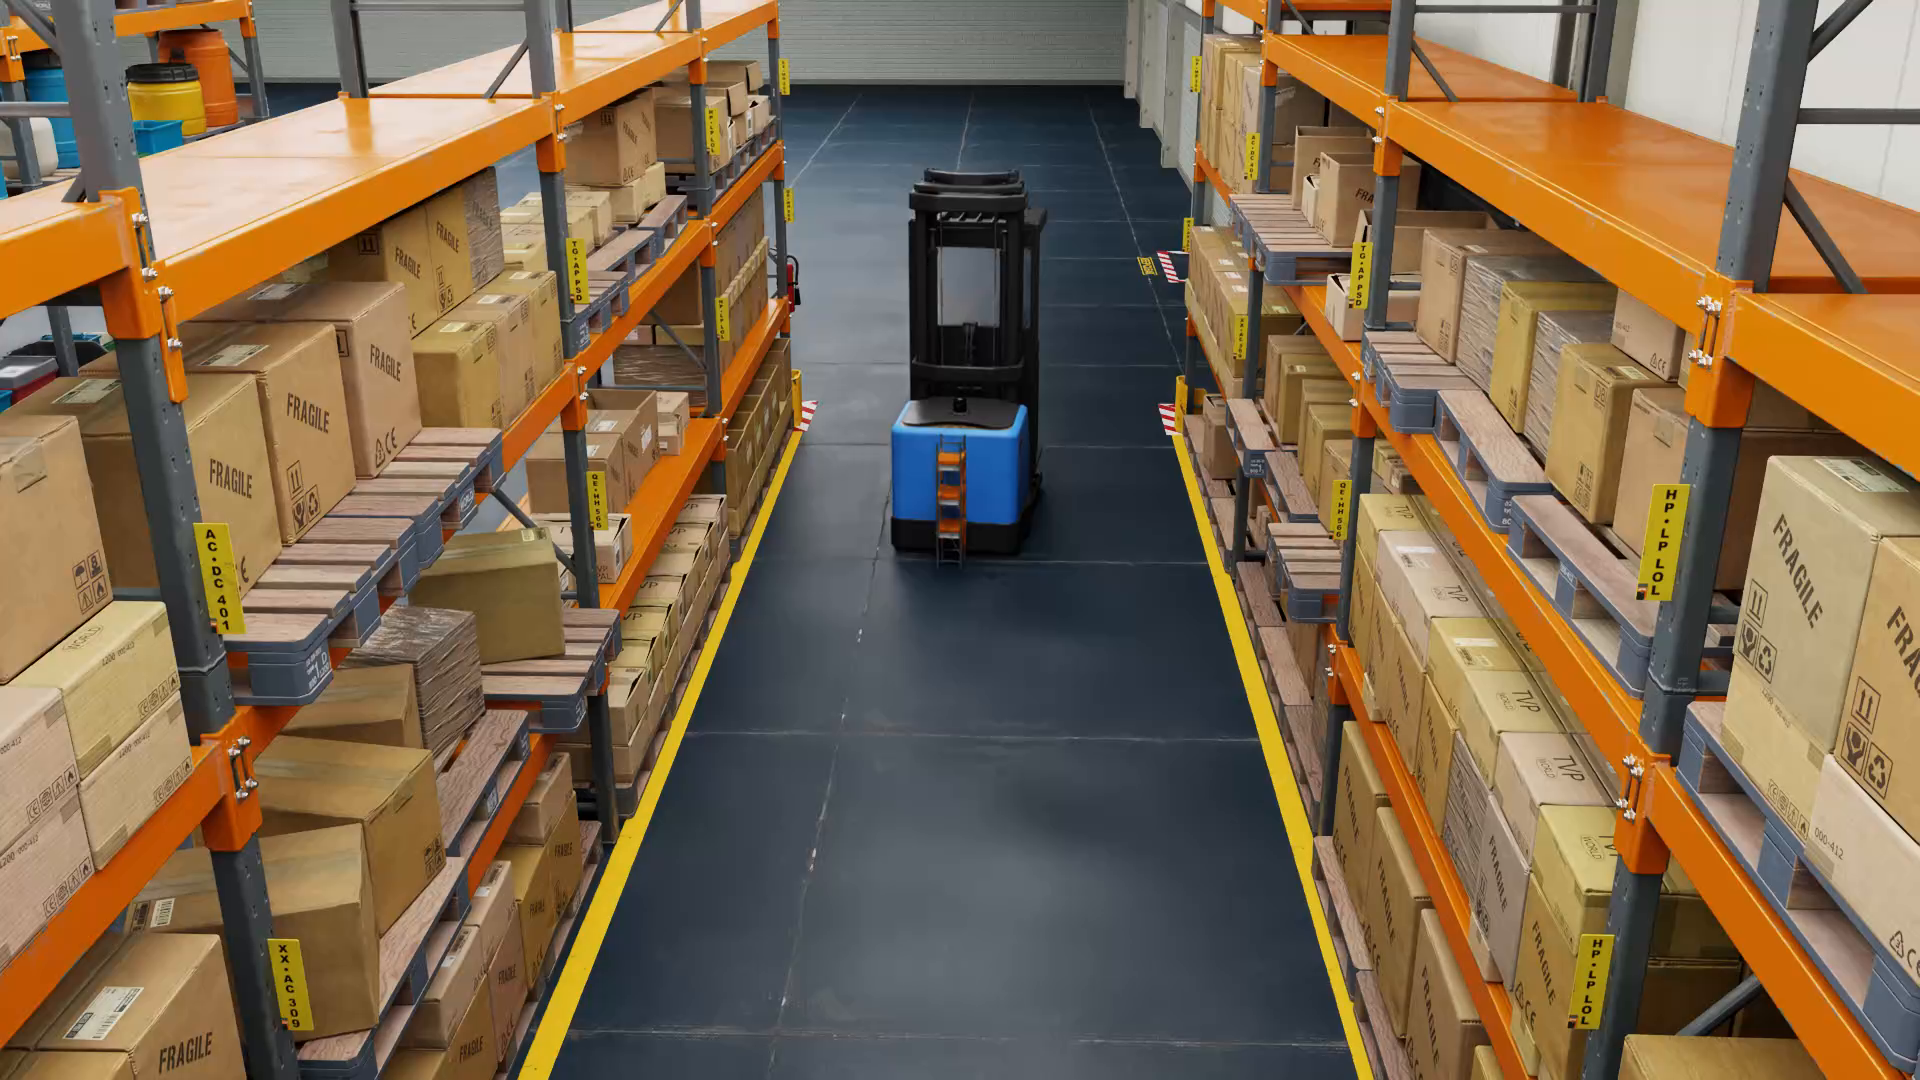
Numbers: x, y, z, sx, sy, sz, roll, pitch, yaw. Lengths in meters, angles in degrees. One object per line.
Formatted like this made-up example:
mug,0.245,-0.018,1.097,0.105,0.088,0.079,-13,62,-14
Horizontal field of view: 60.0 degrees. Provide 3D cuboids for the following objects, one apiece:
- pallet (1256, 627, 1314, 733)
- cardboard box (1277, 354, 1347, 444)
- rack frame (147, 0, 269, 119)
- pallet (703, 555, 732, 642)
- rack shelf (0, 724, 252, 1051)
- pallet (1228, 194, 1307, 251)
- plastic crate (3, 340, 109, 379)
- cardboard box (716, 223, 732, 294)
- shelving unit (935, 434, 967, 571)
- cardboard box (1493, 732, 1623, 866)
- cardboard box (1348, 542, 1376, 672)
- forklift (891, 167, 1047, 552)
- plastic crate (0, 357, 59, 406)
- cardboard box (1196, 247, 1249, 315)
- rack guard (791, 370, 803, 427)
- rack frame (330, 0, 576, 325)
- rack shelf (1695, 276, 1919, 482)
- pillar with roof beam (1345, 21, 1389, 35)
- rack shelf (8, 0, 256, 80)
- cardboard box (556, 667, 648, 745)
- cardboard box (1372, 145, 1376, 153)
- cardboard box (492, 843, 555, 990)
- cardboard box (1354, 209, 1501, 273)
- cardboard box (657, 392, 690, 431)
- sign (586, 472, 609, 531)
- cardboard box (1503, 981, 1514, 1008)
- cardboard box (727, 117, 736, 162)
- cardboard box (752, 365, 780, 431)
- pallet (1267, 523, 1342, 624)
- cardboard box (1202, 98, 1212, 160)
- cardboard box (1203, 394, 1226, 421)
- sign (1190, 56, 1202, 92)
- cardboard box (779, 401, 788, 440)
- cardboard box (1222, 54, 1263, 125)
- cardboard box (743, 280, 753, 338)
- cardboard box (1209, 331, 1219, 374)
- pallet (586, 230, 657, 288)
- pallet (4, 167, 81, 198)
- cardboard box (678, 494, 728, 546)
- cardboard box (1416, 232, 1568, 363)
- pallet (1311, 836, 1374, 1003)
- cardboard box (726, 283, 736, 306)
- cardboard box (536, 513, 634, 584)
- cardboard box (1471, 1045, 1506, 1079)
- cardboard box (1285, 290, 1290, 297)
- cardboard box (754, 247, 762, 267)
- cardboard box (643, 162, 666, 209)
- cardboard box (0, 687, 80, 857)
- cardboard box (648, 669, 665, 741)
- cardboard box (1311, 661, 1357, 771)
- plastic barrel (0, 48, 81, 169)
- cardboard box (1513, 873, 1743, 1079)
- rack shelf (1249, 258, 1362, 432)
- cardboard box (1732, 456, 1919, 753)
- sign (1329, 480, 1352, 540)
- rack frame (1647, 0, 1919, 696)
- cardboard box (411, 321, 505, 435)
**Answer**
pallet,2.574,0.928,11.138,1.003,0.211,1.213,1,21,2
cardboard box,2.556,-0.962,11.408,0.700,0.500,0.500,3,21,7
rack frame,-7.151,-5.448,15.422,1.000,3.000,0.127,1,21,2
pallet,-2.305,0.418,12.453,1.003,0.211,1.213,1,21,2
rack shelf,-2.626,1.404,2.905,1.077,0.370,4.000,1,21,2
pallet,2.505,-2.184,11.418,1.213,0.211,1.003,1,21,2
plastic crate,-7.129,-1.363,13.275,0.767,0.338,0.504,1,21,2
cardboard box,-2.284,-2.324,13.734,0.700,0.500,0.500,1,21,2
shelving unit,-0.071,-0.297,13.136,0.215,1.050,0.252,3,21,7
cardboard box,2.170,0.896,5.752,0.500,0.250,0.500,1,21,3
cardboard box,2.238,0.329,8.251,0.500,0.500,0.500,1,21,3
forklift,0.150,-1.763,14.315,1.130,2.935,3.031,3,21,7
plastic crate,-6.981,-1.056,12.309,0.402,0.464,0.583,1,21,2
cardboard box,2.390,-2.296,14.736,0.500,0.500,0.500,0,21,0
rack guard,-2.199,-1.438,16.838,1.175,0.500,0.348,1,21,2
rack frame,-2.443,-2.499,7.823,1.000,3.000,0.127,1,21,2
rack shelf,2.326,0.245,2.298,1.077,0.370,4.000,1,21,2
pillar with roof beam,-0.708,-5.123,14.586,9.100,9.000,0.400,1,21,2
rack shelf,-7.212,-4.203,13.761,1.077,0.370,4.000,1,21,2
cardboard box,-2.134,0.936,9.708,0.500,0.311,0.500,1,21,3
cardboard box,2.897,-2.724,12.384,0.500,0.500,0.500,1,21,3
cardboard box,-2.253,1.786,7.921,0.500,0.500,0.500,0,21,0
cardboard box,2.640,-1.573,9.412,0.797,0.503,0.637,4,21,9
cardboard box,-2.293,-0.900,12.203,0.500,0.250,0.500,2,21,5
sign,-1.900,-0.203,8.707,0.100,0.325,0.005,1,21,2
cardboard box,2.151,1.595,5.885,0.380,0.149,0.250,1,21,3
cardboard box,-2.026,-3.141,12.973,0.500,0.311,0.500,-1,21,-1
cardboard box,-1.934,-1.300,15.209,0.500,0.500,0.500,1,21,2
pallet,2.424,0.181,9.473,1.213,0.211,1.003,1,21,2
cardboard box,2.440,-3.684,14.858,0.500,0.500,0.500,2,21,5
cardboard box,2.641,-1.244,15.991,0.500,0.311,0.500,-2,21,-4
sign,2.209,-4.354,15.541,0.100,0.325,0.005,1,21,2
cardboard box,-1.924,-1.131,15.810,0.500,0.250,0.500,1,21,2
cardboard box,2.386,-3.587,13.226,0.500,0.500,0.500,0,21,0
cardboard box,-2.259,-2.104,14.959,0.700,0.500,0.500,1,21,2
cardboard box,2.365,-1.572,13.906,0.500,0.250,0.500,1,21,1
pallet,-2.481,-1.664,10.077,1.003,0.211,1.213,2,21,4
pallet,-7.348,-2.777,12.947,1.213,0.211,1.003,1,21,2
cardboard box,-2.047,-0.174,12.571,0.500,0.311,0.500,1,21,2
cardboard box,2.551,-1.127,7.686,0.700,0.500,0.500,-1,21,-3
pallet,2.409,1.935,8.544,1.003,0.211,1.213,1,21,2
cardboard box,-2.085,-2.059,13.946,0.380,0.149,0.250,0,21,0
cardboard box,-2.222,0.018,9.753,0.500,0.311,0.500,0,21,1
cardboard box,2.277,2.367,5.967,0.750,0.750,0.750,1,21,2
cardboard box,2.873,-1.739,13.301,0.500,0.500,0.500,1,21,1
cardboard box,-2.035,-2.617,15.384,0.380,0.149,0.250,0,21,1
cardboard box,-2.350,-2.450,11.471,0.500,0.250,0.500,3,21,7
cardboard box,-2.327,0.542,3.649,0.500,0.250,0.500,1,21,2
cardboard box,-2.119,1.016,10.278,0.500,0.250,0.500,0,21,0
cardboard box,2.478,1.050,9.817,0.700,0.500,0.500,1,21,2
plastic barrel,-7.135,-3.391,12.995,0.600,0.901,0.708,1,21,2
cardboard box,2.149,1.433,5.406,0.500,0.500,0.500,0,21,1
rack shelf,2.569,-1.435,10.223,1.077,0.370,4.000,1,21,2
cardboard box,2.085,0.131,3.643,0.500,0.500,0.500,0,21,1
sign,1.966,-0.155,8.583,0.100,0.325,0.005,1,21,2
rack frame,2.387,-1.000,3.959,1.000,3.000,0.127,1,21,2
cardboard box,-2.454,-0.617,6.981,0.910,0.500,0.500,1,21,2
